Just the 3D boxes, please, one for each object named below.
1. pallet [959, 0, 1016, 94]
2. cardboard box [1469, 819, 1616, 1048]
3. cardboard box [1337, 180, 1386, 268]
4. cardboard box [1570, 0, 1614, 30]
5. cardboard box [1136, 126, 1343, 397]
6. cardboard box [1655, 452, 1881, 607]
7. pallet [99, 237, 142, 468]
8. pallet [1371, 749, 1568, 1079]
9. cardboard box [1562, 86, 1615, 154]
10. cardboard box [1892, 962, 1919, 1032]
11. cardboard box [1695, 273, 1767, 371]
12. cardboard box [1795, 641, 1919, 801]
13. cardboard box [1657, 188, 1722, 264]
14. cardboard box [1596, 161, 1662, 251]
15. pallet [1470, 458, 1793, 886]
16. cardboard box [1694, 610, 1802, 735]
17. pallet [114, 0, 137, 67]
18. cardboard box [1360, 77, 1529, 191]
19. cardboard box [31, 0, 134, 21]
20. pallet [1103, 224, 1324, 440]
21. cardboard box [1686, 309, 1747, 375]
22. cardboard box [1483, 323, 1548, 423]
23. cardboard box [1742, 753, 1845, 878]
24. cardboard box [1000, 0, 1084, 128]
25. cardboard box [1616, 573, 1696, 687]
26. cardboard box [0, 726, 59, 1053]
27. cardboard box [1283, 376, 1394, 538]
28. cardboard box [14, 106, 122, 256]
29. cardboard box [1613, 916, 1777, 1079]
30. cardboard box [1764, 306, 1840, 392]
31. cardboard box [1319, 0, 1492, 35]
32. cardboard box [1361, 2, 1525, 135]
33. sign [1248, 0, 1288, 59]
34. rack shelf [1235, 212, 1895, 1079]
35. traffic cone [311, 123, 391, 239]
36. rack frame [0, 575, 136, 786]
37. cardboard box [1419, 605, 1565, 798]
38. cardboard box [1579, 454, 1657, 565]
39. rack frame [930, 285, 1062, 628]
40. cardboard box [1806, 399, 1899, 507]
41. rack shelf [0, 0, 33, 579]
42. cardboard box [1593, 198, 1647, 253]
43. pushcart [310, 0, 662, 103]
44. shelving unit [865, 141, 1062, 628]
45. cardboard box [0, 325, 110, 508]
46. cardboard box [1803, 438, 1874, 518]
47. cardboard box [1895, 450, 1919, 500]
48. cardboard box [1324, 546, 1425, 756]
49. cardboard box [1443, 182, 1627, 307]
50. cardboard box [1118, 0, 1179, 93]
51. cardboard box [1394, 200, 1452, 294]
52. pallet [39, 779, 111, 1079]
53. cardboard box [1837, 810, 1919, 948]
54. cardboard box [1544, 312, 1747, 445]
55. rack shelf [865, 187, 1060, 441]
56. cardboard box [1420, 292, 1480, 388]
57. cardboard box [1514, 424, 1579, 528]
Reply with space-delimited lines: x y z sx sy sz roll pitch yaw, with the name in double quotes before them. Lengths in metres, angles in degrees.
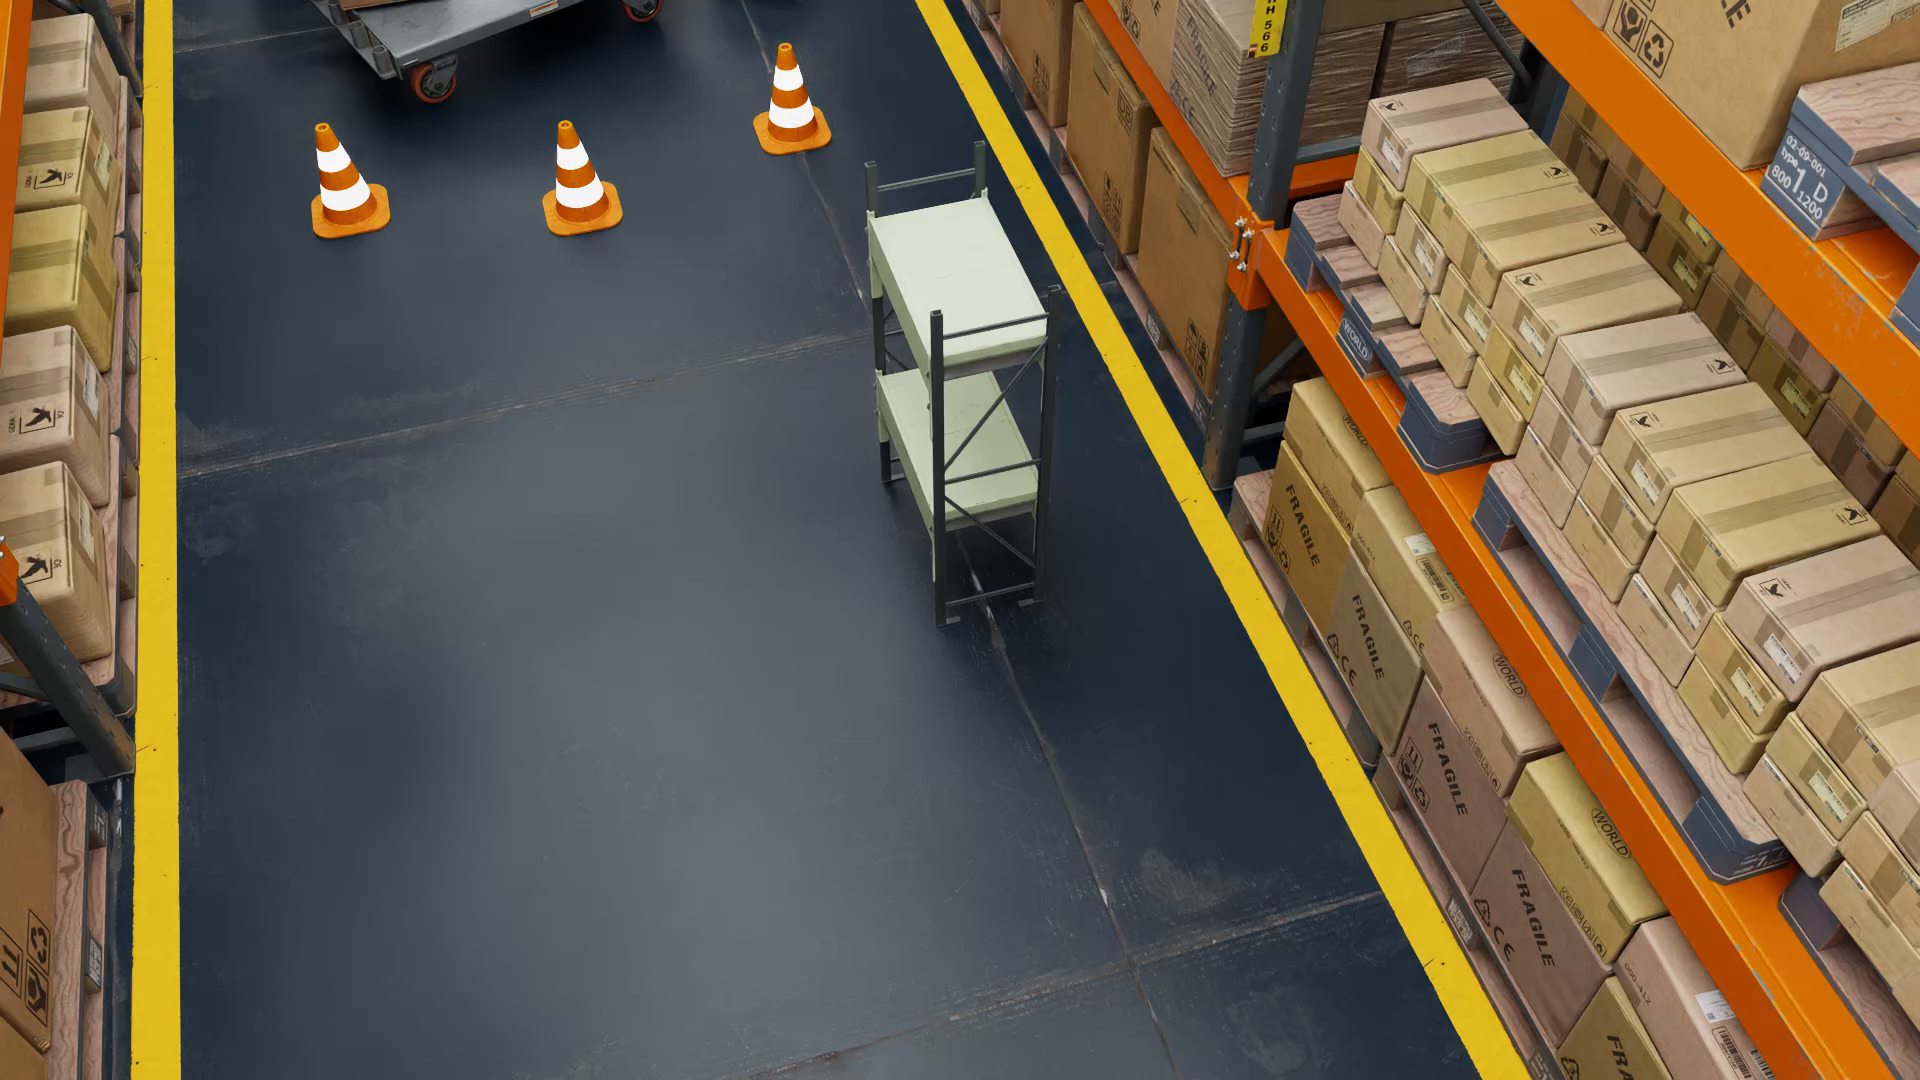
"pallet" 0.551 -2.781 8.456 1.003 0.211 1.213 -13 51 -11
"cardboard box" 1.858 1.053 4.761 0.500 0.500 0.500 -14 51 -12
"cardboard box" 1.373 -0.987 5.010 0.380 0.149 0.250 -14 51 -11
"cardboard box" 1.503 -1.463 3.494 0.500 0.500 0.500 -13 51 -11
"cardboard box" 1.339 -1.180 6.480 1.050 0.750 0.750 -14 51 -11
"cardboard box" 1.846 -0.027 3.811 0.380 0.149 0.250 -14 51 -11
"pallet" -3.852 -0.674 6.680 1.003 0.211 1.213 -13 51 -11
"pallet" 2.020 1.054 5.223 1.003 0.211 1.213 -13 51 -11
"cardboard box" 2.017 -1.297 4.882 0.380 0.149 0.250 -15 52 -12
"cardboard box" 2.161 0.945 3.381 0.380 0.149 0.250 -13 51 -11
"cardboard box" 2.249 -0.628 4.513 0.380 0.149 0.250 -13 51 -11
"cardboard box" 2.009 0.364 3.482 0.380 0.149 0.250 -15 51 -12
"cardboard box" 2.166 -0.921 4.565 0.380 0.149 0.250 -12 51 -10
"cardboard box" 2.095 -1.003 4.828 0.380 0.149 0.250 -12 51 -10
"pallet" 2.058 0.194 4.250 1.003 0.211 1.213 -13 51 -11
"cardboard box" 1.917 0.258 3.765 0.380 0.149 0.250 -13 51 -11
"pallet" -4.680 -2.617 8.318 1.003 0.211 1.213 -13 51 -11
"cardboard box" 1.386 -1.166 4.772 0.380 0.149 0.250 -13 51 -11
"cardboard box" -4.365 -2.774 8.151 0.500 0.250 0.500 -15 52 -13
"pallet" 1.272 -0.999 6.954 1.003 0.211 1.213 -13 51 -11
"cardboard box" 2.237 -0.550 4.642 0.380 0.149 0.250 -14 51 -11
"cardboard box" 1.624 -0.481 4.388 0.380 0.149 0.250 -13 51 -11
"cardboard box" 1.999 0.560 3.706 0.380 0.149 0.250 -15 52 -13
"cardboard box" 0.802 -2.498 7.591 1.050 0.750 0.750 -13 51 -11
"cardboard box" 1.843 0.171 4.033 0.380 0.149 0.250 -15 51 -12
"cardboard box" -3.140 0.961 4.593 0.875 0.875 0.875 -14 51 -11
"cardboard box" 1.406 -0.318 5.426 0.500 0.250 0.500 -15 52 -13
"cardboard box" -4.075 -1.415 6.925 0.950 0.372 0.625 -10 51 -9
"cardboard box" 2.015 1.180 4.163 0.500 0.250 0.500 -11 51 -9
"cardboard box" 2.314 -0.550 4.252 0.380 0.149 0.250 -13 51 -11
"cardboard box" 1.310 -1.989 5.246 0.700 0.500 0.500 -14 51 -11
"cardboard box" 1.559 -1.726 5.678 0.500 0.500 0.500 -13 51 -11
"sign" 0.904 -1.550 4.838 0.100 0.325 0.005 -13 51 -11
"rack shelf" 2.025 0.388 4.432 1.077 0.370 4.000 -13 51 -11
"traffic cone" -2.744 -1.627 7.319 0.336 0.463 0.334 -13 51 -11
"rack frame" -3.265 -0.112 4.382 1.000 3.000 0.127 -13 51 -11
"cardboard box" 1.690 0.417 4.806 0.500 0.250 0.500 -13 51 -11
"cardboard box" 1.767 -0.116 4.081 0.380 0.149 0.250 -14 51 -11
"rack frame" 0.106 -0.221 5.455 0.400 1.500 0.023 -13 51 -11
"cardboard box" 2.398 -0.256 4.199 0.380 0.149 0.250 -12 51 -10
"rack shelf" -3.857 -1.341 5.889 1.077 0.370 4.000 -13 51 -11
"cardboard box" 2.090 -0.921 4.954 0.380 0.149 0.250 -13 51 -11
"pushcart" -2.285 -2.740 8.313 1.648 0.377 0.936 -30 56 -23
"shelving unit" -0.002 -0.488 5.681 0.431 1.500 0.755 -13 51 -11
"cardboard box" -3.649 -0.352 6.029 0.950 0.372 0.625 -14 51 -12
"cardboard box" 2.393 -0.165 4.317 0.380 0.149 0.250 -12 51 -10
"cardboard box" 2.473 -0.161 3.925 0.380 0.149 0.250 -12 51 -10
"cardboard box" 1.551 0.306 5.390 0.500 0.500 0.500 -13 51 -11
"cardboard box" 1.536 -0.794 4.458 0.380 0.149 0.250 -14 51 -11
"cardboard box" 0.898 -1.970 5.883 0.500 0.500 0.500 -13 51 -11
"cardboard box" 1.467 -0.859 4.707 0.380 0.149 0.250 -11 51 -9
"pallet" -3.104 1.380 4.949 1.003 0.211 1.213 -13 51 -11
"cardboard box" 2.075 0.648 3.437 0.380 0.149 0.250 -15 51 -12
"cardboard box" 1.695 -0.403 4.128 0.380 0.149 0.250 -11 51 -9
"rack shelf" -0.002 -0.740 5.382 0.431 0.370 0.720 -13 51 -11
"cardboard box" 1.533 -0.594 4.678 0.380 0.149 0.250 -11 51 -9
"cardboard box" 1.695 -0.203 4.349 0.380 0.149 0.250 -12 51 -10
